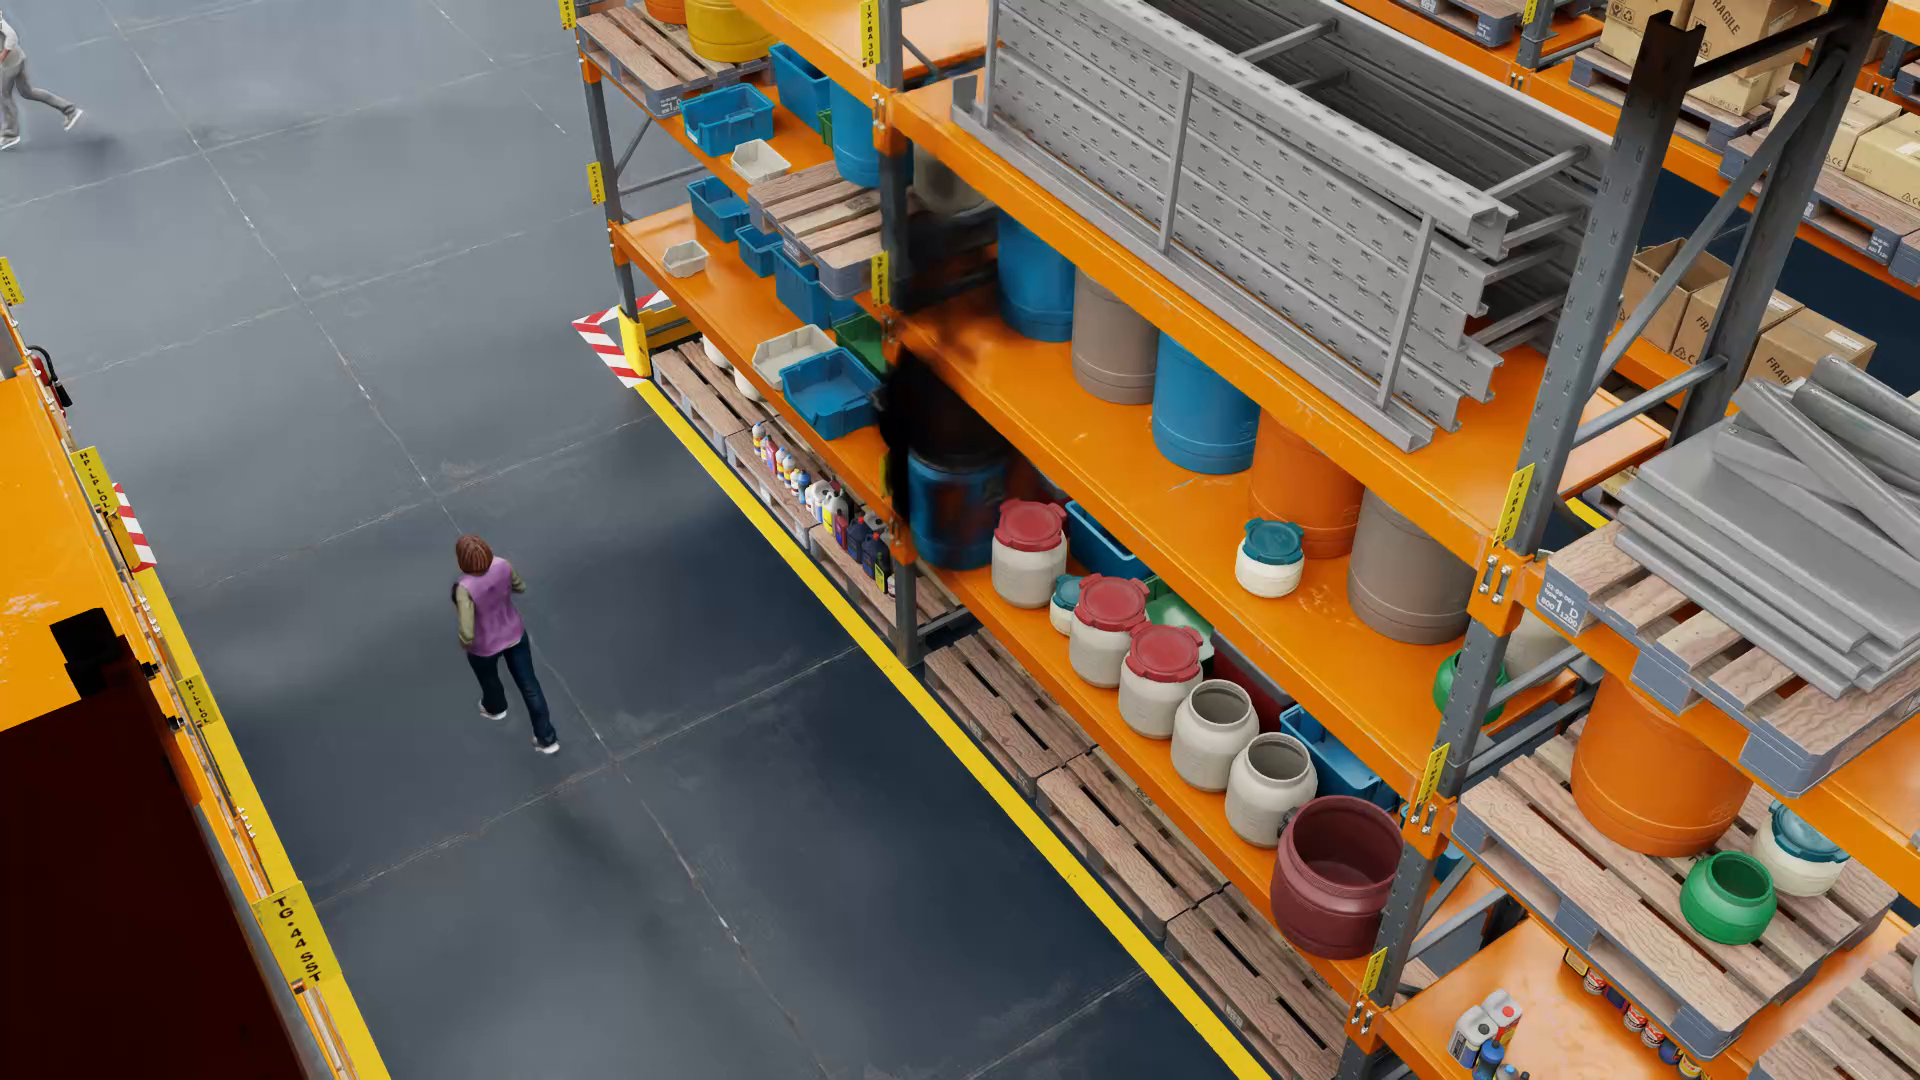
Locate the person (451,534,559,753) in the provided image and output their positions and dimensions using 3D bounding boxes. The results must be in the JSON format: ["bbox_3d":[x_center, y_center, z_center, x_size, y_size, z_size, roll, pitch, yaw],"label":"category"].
[{"bbox_3d":[-2.653,0.575,9.488,0.532,1.617,0.744,-31,51,-30],"label":"person"}]

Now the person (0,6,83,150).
[{"bbox_3d":[-8.768,-4.392,15.324,0.853,1.596,0.537,-9,43,-10],"label":"person"}]
